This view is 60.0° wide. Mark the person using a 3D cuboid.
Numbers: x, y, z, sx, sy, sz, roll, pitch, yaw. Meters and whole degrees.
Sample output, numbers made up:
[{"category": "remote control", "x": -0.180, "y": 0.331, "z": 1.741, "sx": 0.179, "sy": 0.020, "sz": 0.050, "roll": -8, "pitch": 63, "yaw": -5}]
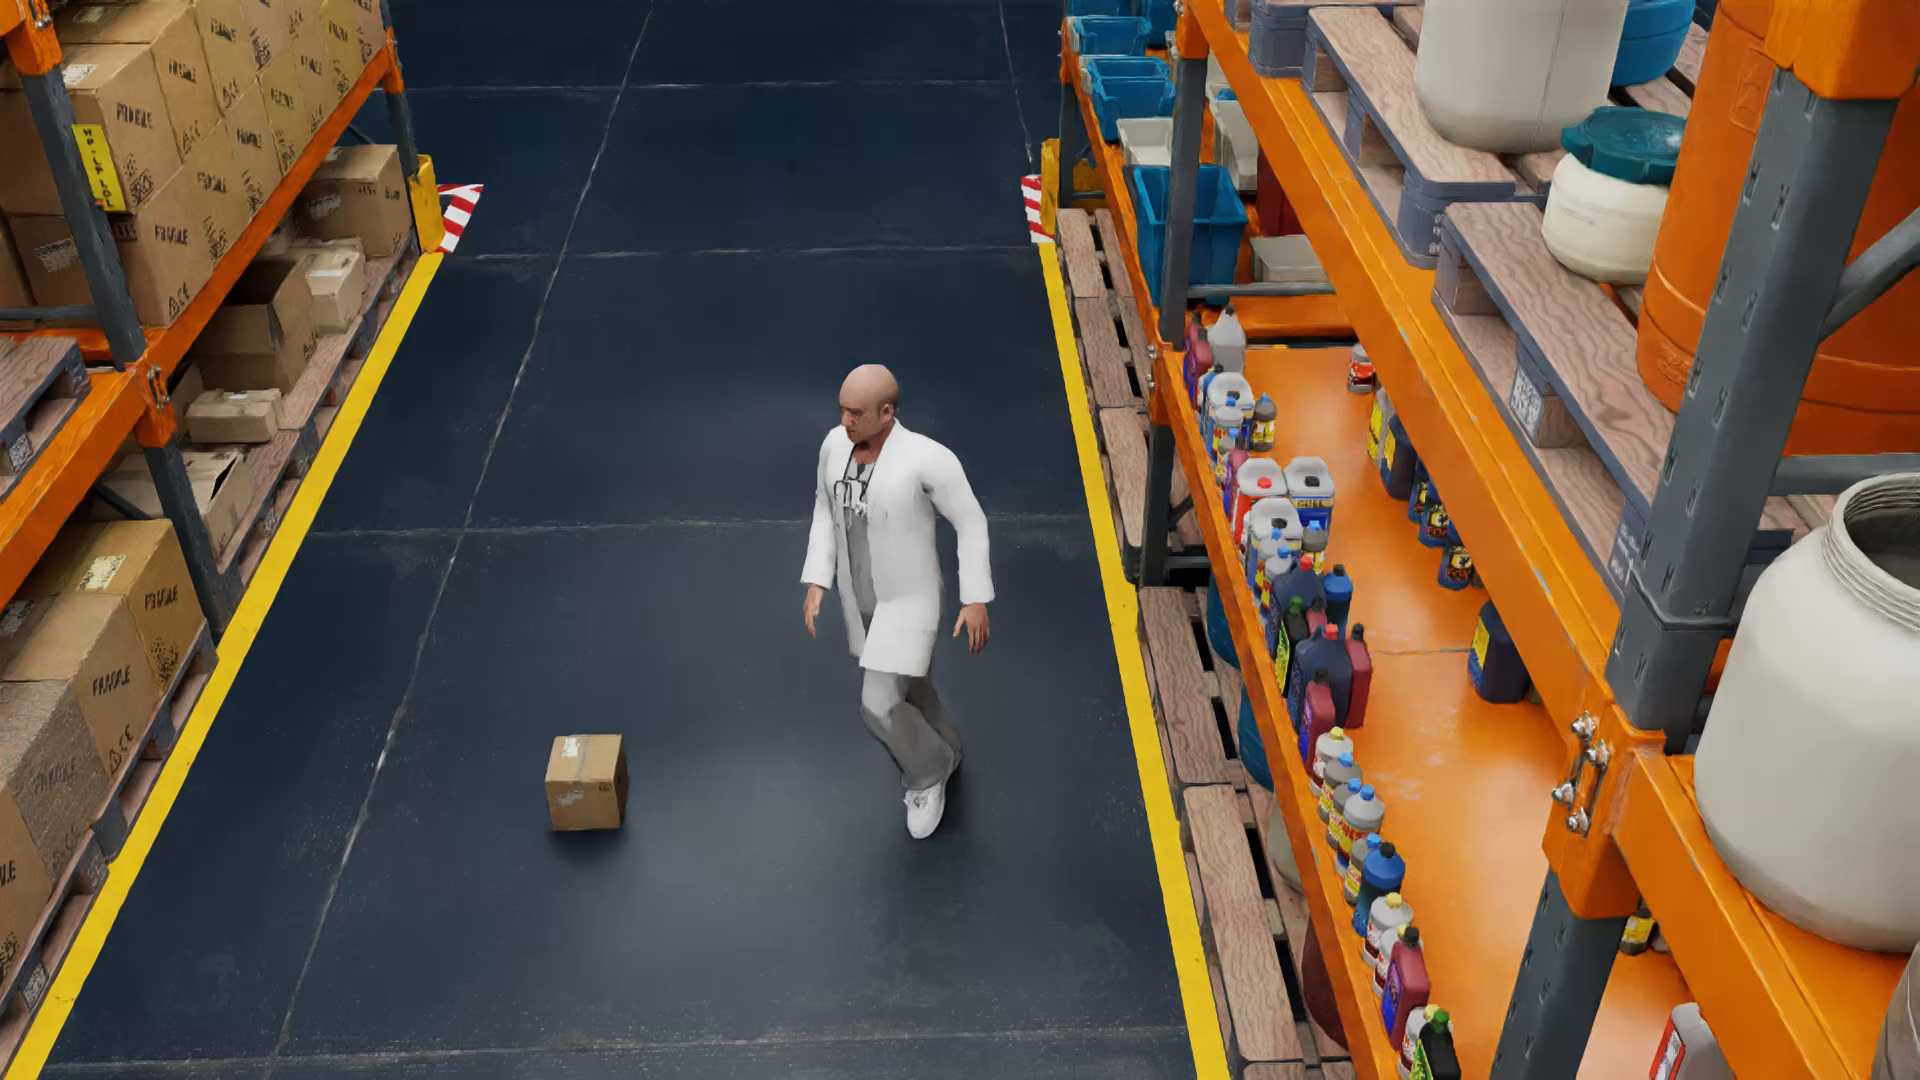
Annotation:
[{"category": "person", "x": -0.244, "y": 0.215, "z": 5.857, "sx": 0.729, "sy": 1.749, "sz": 0.549, "roll": 24, "pitch": 41, "yaw": 30}]
